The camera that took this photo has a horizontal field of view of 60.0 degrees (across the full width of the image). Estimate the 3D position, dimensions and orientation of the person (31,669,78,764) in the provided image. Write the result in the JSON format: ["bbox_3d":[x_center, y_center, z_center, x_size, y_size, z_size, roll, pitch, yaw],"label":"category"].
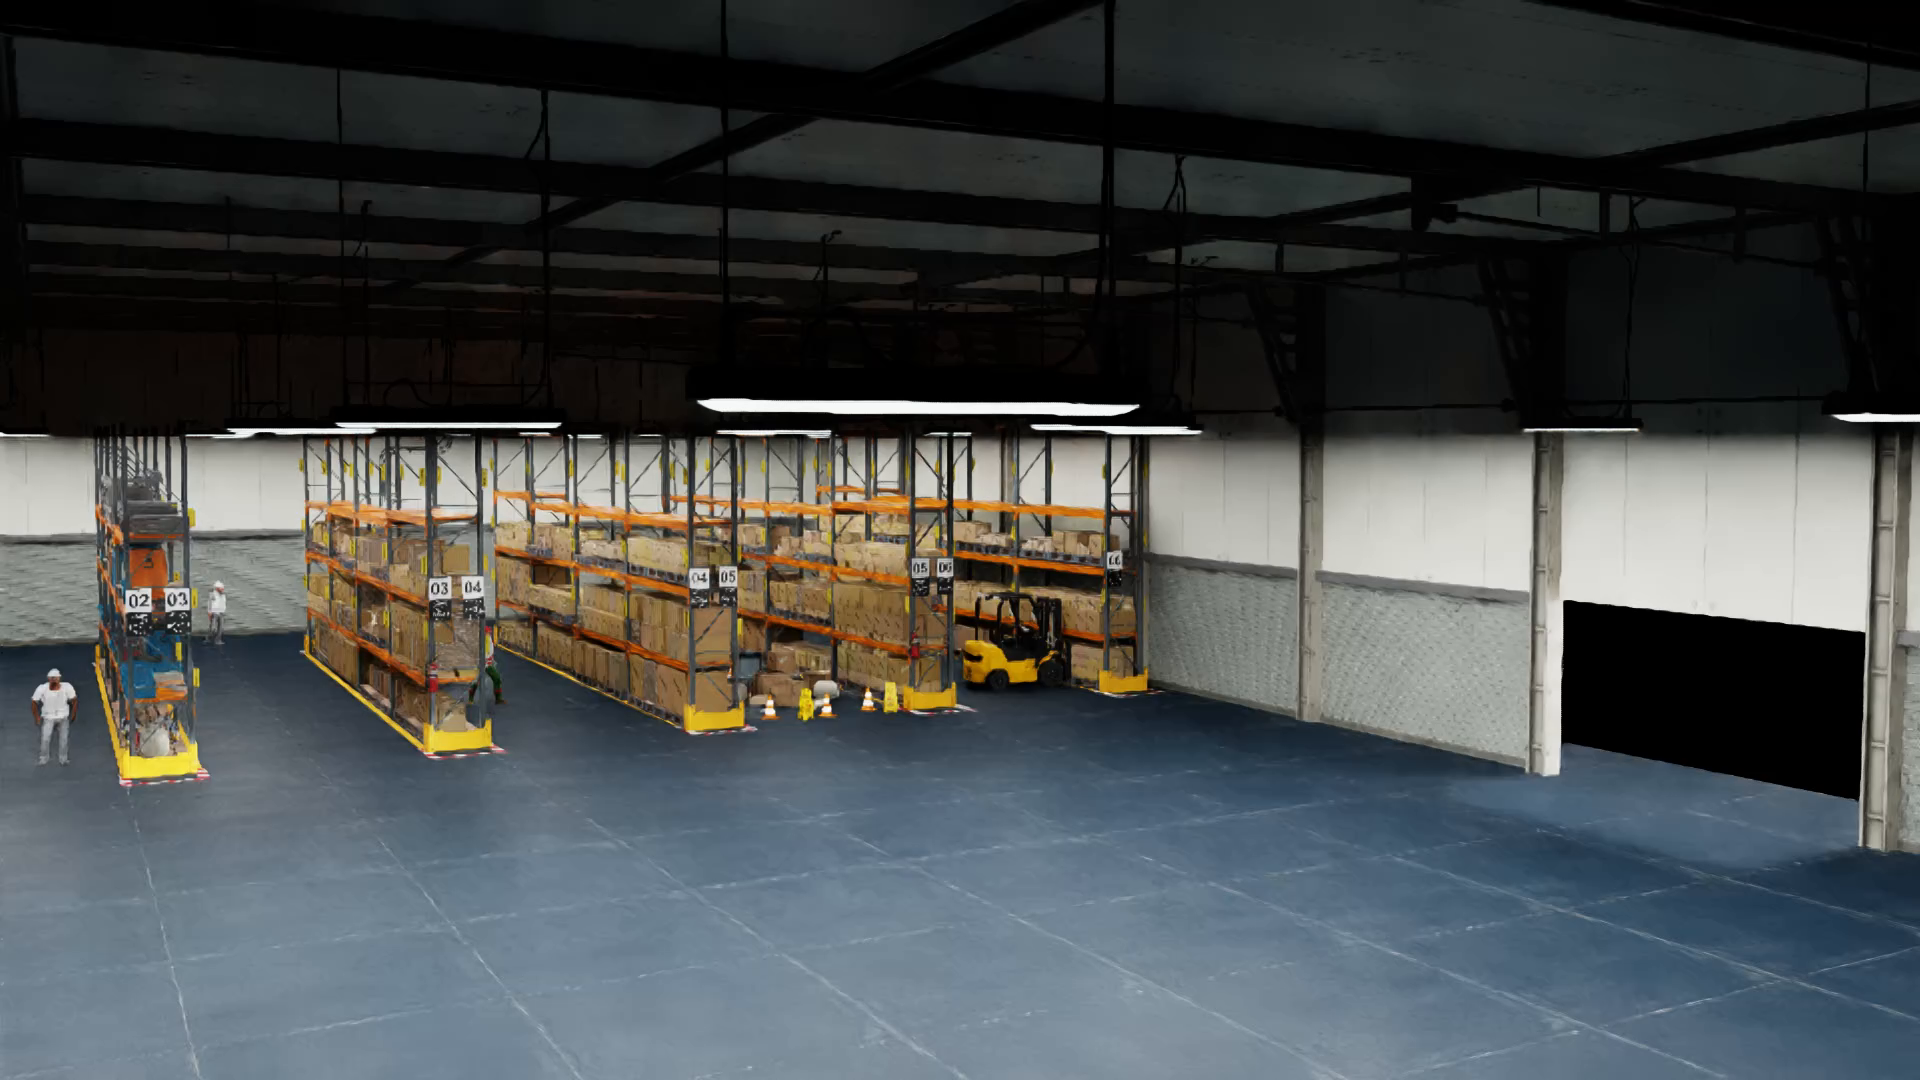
[{"bbox_3d":[-15.907,3.103,29.221,0.719,1.714,0.578,-2,4,-31],"label":"person"}]

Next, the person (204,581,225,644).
[{"bbox_3d":[-20.841,2.030,46.527,0.570,1.762,0.576,2,4,25],"label":"person"}]

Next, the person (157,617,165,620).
[{"bbox_3d":[-19.680,2.449,41.285,0.607,1.507,1.170,-3,4,-38],"label":"person"}]

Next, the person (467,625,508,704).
[{"bbox_3d":[-10.245,2.683,35.832,0.686,1.716,0.838,-3,5,-45],"label":"person"}]
